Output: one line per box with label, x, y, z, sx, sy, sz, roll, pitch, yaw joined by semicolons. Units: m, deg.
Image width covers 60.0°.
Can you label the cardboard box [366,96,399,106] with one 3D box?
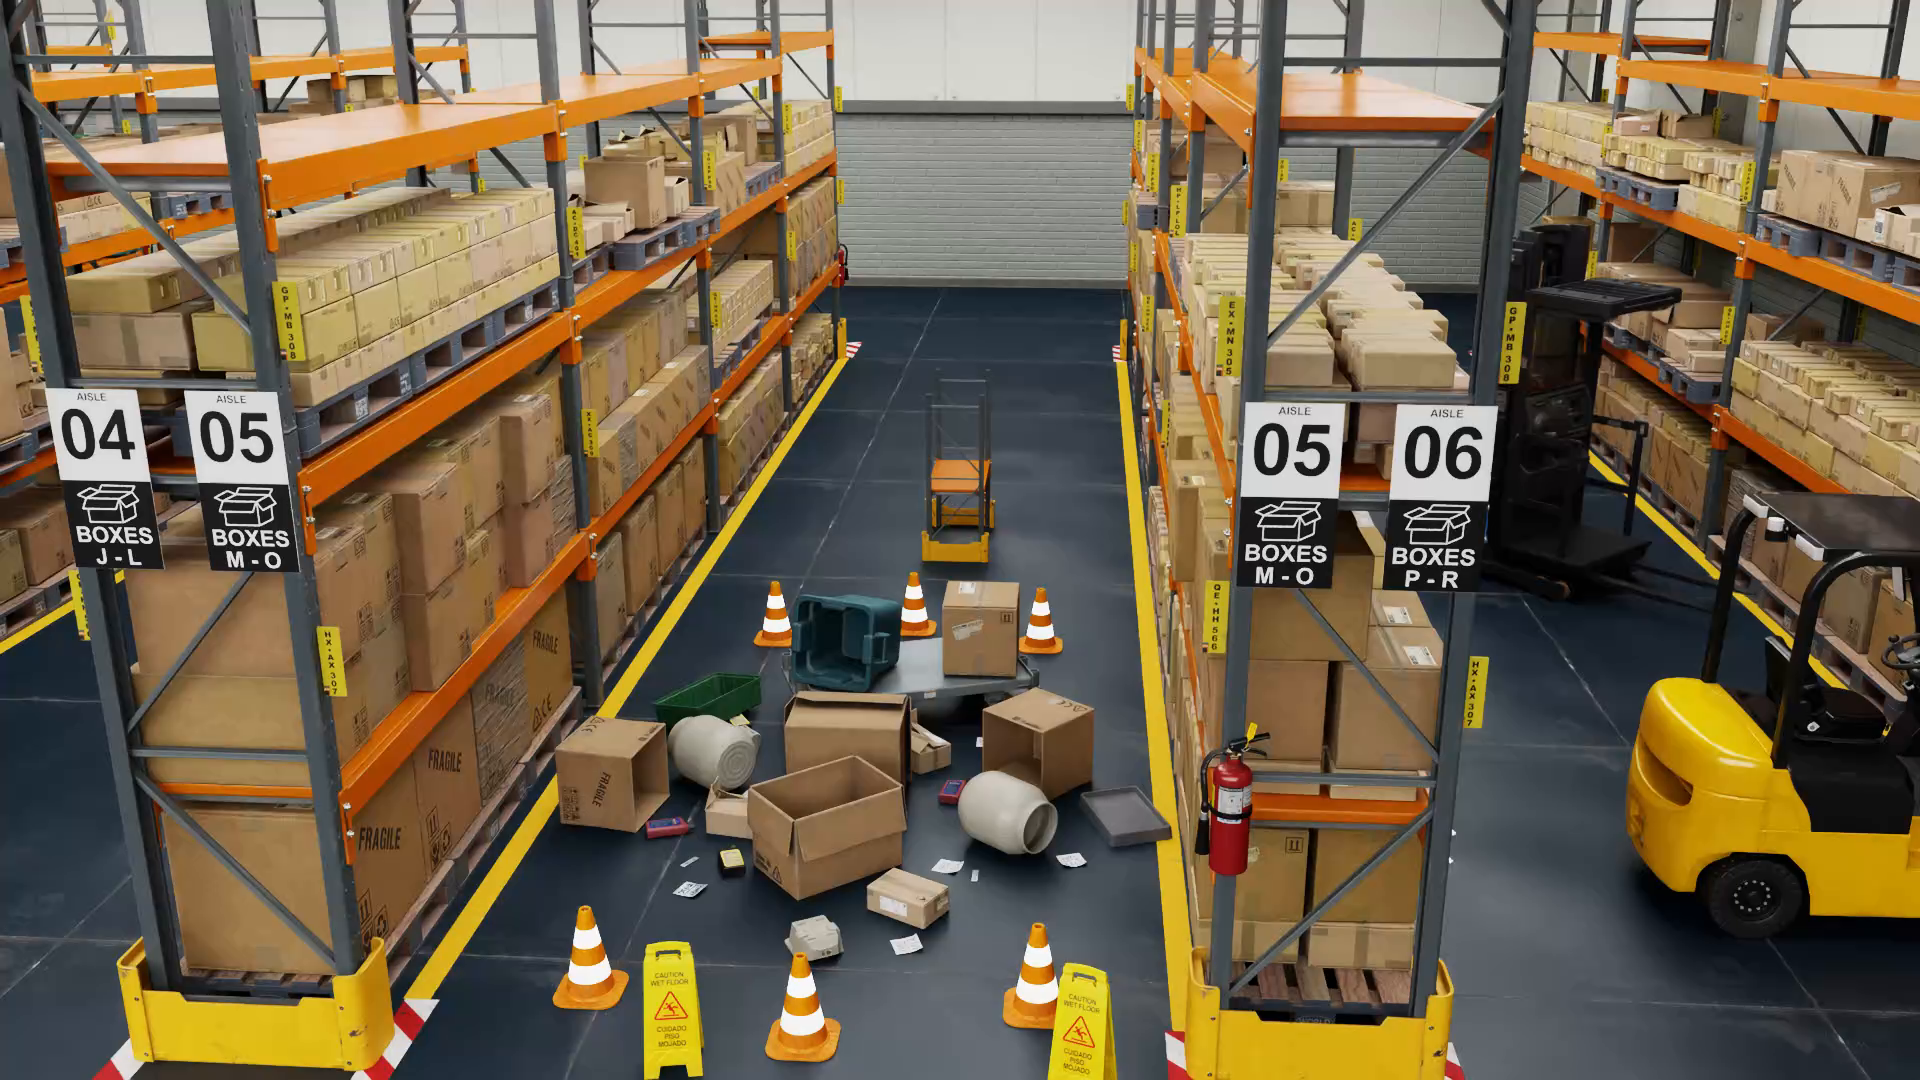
cardboard box;-7.167;-5.191;20.463;0.700;0.500;0.500;2;18;6

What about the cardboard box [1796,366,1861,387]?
cardboard box;6.842;-1.267;13.099;0.380;0.149;0.250;1;18;5

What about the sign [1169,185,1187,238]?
sign;1.372;-2.064;10.453;0.100;0.325;0.005;1;18;4

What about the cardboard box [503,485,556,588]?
cardboard box;-3.050;-0.059;10.372;0.875;0.550;0.550;1;18;4

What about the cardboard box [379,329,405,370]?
cardboard box;-2.908;-0.920;7.991;0.380;0.149;0.250;1;18;4

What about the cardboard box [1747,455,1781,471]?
cardboard box;7.473;-0.464;15.189;0.500;0.500;0.500;2;18;6

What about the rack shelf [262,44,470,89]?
rack shelf;-7.242;-5.841;20.421;1.077;0.370;4.000;1;18;4

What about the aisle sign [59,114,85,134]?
aisle sign;-12.330;-5.518;23.098;0.394;0.787;0.004;1;18;4

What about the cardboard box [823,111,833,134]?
cardboard box;-1.938;-5.444;21.668;0.500;0.250;0.500;1;18;2

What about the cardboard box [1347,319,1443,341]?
cardboard box;1.949;-0.898;7.480;0.380;0.149;0.250;1;18;4

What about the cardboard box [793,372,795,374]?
cardboard box;-2.172;-1.931;19.752;0.380;0.149;0.250;1;18;4

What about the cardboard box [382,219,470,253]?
cardboard box;-2.836;-1.614;8.828;0.380;0.149;0.250;2;18;5

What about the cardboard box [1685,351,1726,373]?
cardboard box;6.828;-1.620;15.107;0.380;0.149;0.250;2;18;5

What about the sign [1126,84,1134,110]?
sign;2.233;-5.815;21.830;0.100;0.325;0.005;1;18;4

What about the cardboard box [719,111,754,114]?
cardboard box;-2.629;-4.967;19.572;0.380;0.149;0.250;1;18;2

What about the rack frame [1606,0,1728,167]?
rack frame;7.450;-5.421;17.342;1.000;3.000;0.127;1;18;4

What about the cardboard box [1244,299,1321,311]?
cardboard box;1.520;-1.062;7.978;0.380;0.149;0.250;1;18;4

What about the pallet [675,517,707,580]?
pallet;-2.864;0.052;14.753;1.003;0.211;1.213;1;18;4

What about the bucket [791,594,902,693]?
bucket;-0.729;0.653;11.256;0.726;0.611;0.620;8;10;23

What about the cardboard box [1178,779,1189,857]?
cardboard box;1.506;1.574;9.370;0.500;0.250;0.500;1;18;2

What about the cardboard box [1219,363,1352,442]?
cardboard box;1.407;-0.613;7.250;0.500;0.250;0.500;1;18;3

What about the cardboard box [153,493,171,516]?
cardboard box;-7.700;-0.471;15.178;0.700;0.500;0.500;0;18;1

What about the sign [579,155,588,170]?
sign;-3.273;-3.200;14.552;0.100;0.325;0.005;1;18;4

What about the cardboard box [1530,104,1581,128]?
cardboard box;7.400;-5.256;20.615;0.500;0.250;0.500;1;18;4

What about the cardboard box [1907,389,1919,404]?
cardboard box;7.272;-1.018;12.337;0.380;0.149;0.250;1;18;4

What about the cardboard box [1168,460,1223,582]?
cardboard box;1.435;-0.098;8.487;0.700;0.500;0.500;1;18;3

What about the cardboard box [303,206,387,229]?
cardboard box;-3.455;-1.784;9.348;0.380;0.149;0.250;1;18;5

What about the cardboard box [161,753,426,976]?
cardboard box;-3.323;1.566;8.390;0.875;0.875;0.875;1;18;4

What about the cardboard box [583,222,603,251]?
cardboard box;-2.697;-2.144;11.726;0.250;0.149;0.380;1;18;4

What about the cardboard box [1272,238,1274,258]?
cardboard box;1.823;-1.933;11.082;0.500;0.250;0.500;1;18;3

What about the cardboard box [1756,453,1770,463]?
cardboard box;7.512;-0.803;15.180;0.380;0.149;0.250;2;18;7

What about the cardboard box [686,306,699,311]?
cardboard box;-2.489;-2.102;15.621;0.380;0.149;0.250;1;18;2

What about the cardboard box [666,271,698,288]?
cardboard box;-2.988;-2.766;17.647;0.380;0.149;0.250;1;18;3

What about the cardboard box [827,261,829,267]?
cardboard box;-1.955;-3.698;22.121;0.380;0.149;0.250;1;18;4

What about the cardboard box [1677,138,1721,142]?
cardboard box;7.540;-4.010;16.945;0.380;0.149;0.250;1;18;3

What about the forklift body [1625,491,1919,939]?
forklift body;4.906;0.931;8.956;2.313;2.155;1.214;1;18;4

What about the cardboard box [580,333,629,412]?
cardboard box;-2.918;-1.268;12.536;0.700;0.500;0.500;1;18;4

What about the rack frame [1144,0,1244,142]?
rack frame;2.499;-5.530;17.676;1.000;3.000;0.127;1;18;4

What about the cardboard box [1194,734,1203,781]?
cardboard box;1.396;1.120;8.511;0.380;0.149;0.250;2;18;6

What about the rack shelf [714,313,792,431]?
rack shelf;-2.589;-1.796;17.068;1.077;0.370;4.000;1;18;4

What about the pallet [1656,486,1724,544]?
pallet;7.255;-0.234;15.624;1.003;0.211;1.213;1;18;4

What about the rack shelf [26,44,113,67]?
rack shelf;-12.182;-5.951;20.759;1.077;0.370;4.000;1;18;4

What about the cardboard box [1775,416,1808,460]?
cardboard box;6.817;-0.808;13.139;0.500;0.250;0.500;1;18;2

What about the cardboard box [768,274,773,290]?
cardboard box;-2.277;-2.852;18.389;0.380;0.149;0.250;2;18;6

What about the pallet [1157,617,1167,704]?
pallet;1.980;0.888;12.200;1.003;0.211;1.213;1;18;4

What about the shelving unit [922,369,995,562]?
shelving unit;-0.005;-0.689;14.944;0.587;1.500;1.083;1;18;4

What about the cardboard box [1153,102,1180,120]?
cardboard box;2.564;-4.821;19.327;0.797;0.503;0.637;3;18;8

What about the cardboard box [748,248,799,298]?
cardboard box;-2.159;-3.096;19.242;0.500;0.500;0.500;1;18;3

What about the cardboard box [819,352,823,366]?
cardboard box;-1.971;-2.358;21.532;0.380;0.149;0.250;0;18;1

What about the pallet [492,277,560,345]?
pallet;-3.088;-1.403;10.041;1.003;0.211;1.213;1;18;4

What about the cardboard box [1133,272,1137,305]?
cardboard box;2.309;-3.037;19.540;0.500;0.500;0.500;1;18;3

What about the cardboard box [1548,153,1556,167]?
cardboard box;7.276;-4.551;19.906;0.380;0.149;0.250;1;18;4

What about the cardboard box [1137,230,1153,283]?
cardboard box;2.181;-3.072;18.042;0.500;0.500;0.500;1;18;5

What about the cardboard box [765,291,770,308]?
cardboard box;-2.294;-2.630;18.189;0.380;0.149;0.250;1;18;4

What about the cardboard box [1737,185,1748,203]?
cardboard box;6.949;-2.987;14.331;0.380;0.149;0.250;2;18;5

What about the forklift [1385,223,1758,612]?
forklift;5.150;-1.061;13.781;1.130;2.935;3.031;-14;23;-36

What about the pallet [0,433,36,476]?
pallet;-7.759;-0.559;12.447;1.003;0.211;1.213;1;18;4

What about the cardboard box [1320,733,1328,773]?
cardboard box;1.874;0.987;7.824;0.380;0.149;0.250;2;18;5
